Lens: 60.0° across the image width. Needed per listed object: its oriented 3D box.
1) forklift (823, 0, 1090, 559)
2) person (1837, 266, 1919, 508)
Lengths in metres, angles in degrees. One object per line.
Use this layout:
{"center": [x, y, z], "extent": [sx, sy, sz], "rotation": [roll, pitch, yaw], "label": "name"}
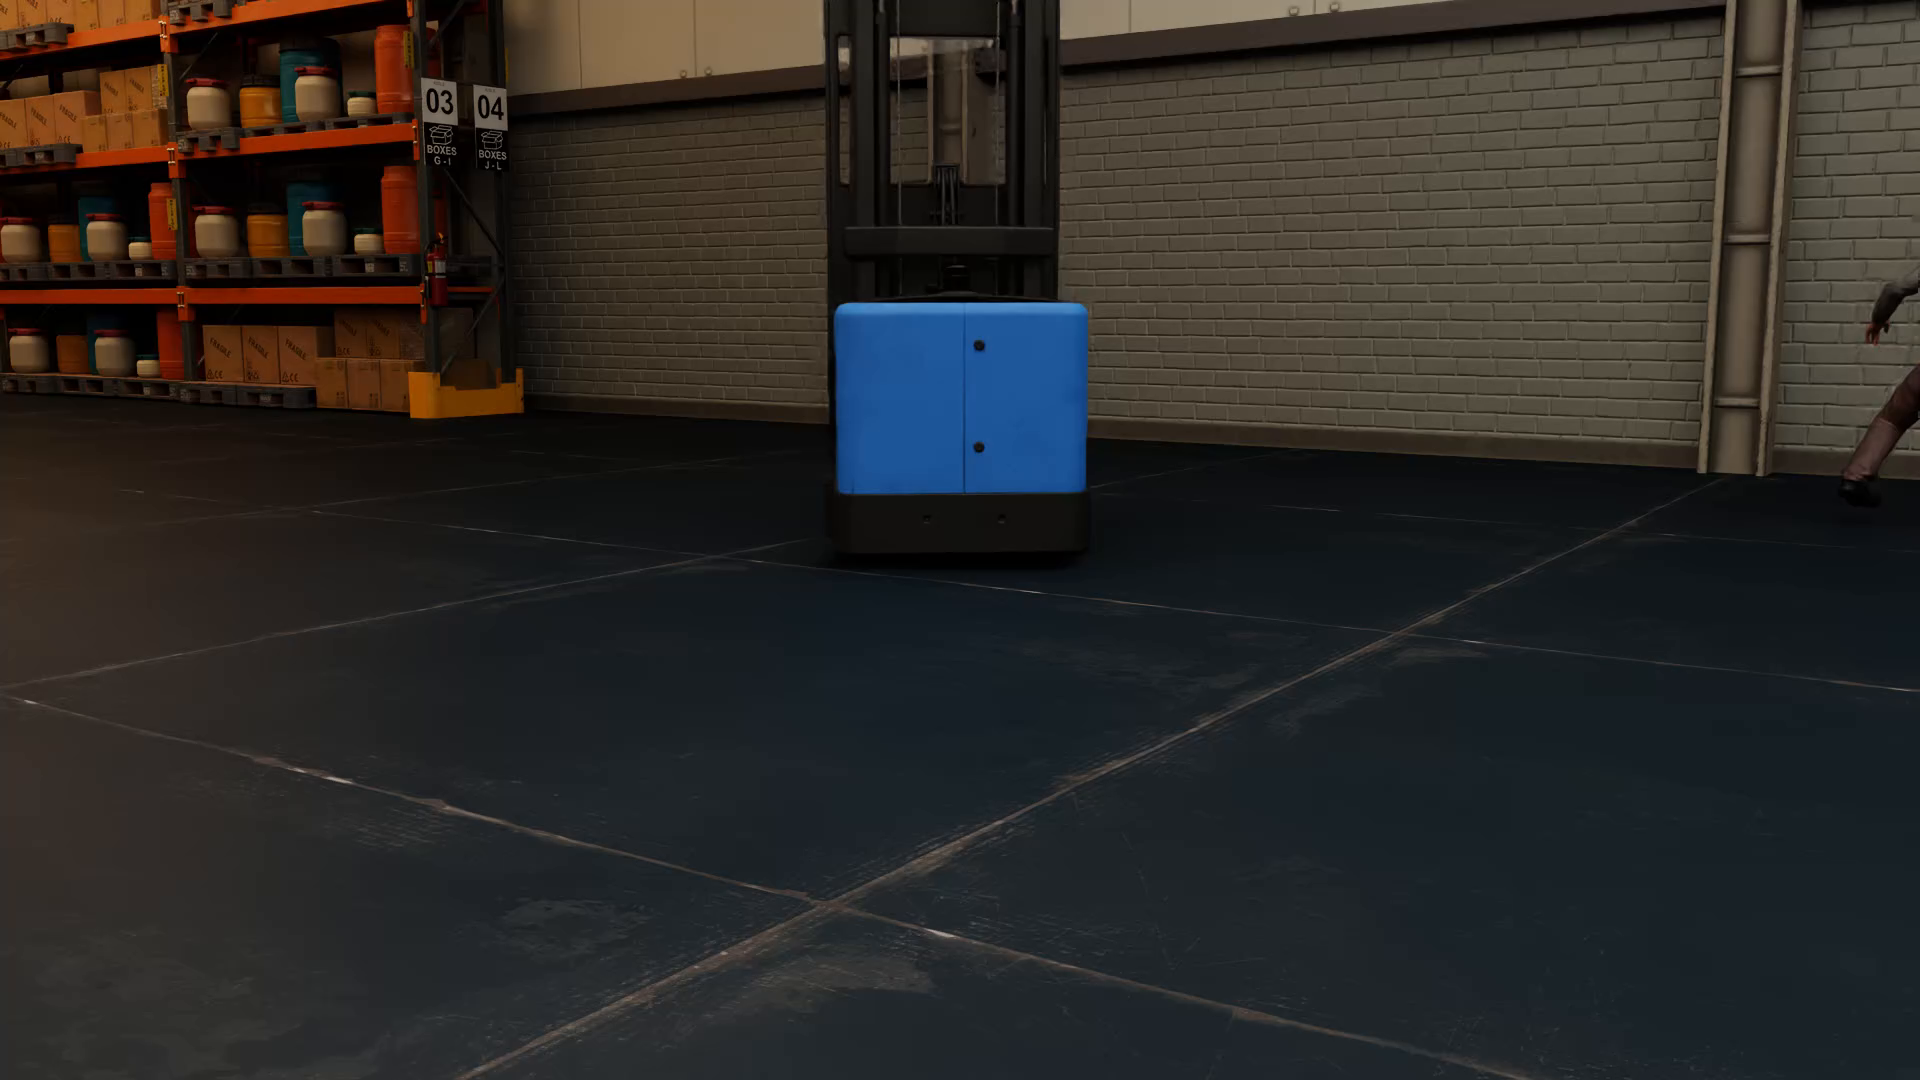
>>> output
{"center": [-0.102, -1.541, 8.030], "extent": [1.130, 2.935, 3.031], "rotation": [-1, 8, -5], "label": "forklift"}
{"center": [4.931, -0.804, 7.972], "extent": [1.160, 1.633, 0.537], "rotation": [6, 10, 35], "label": "person"}
